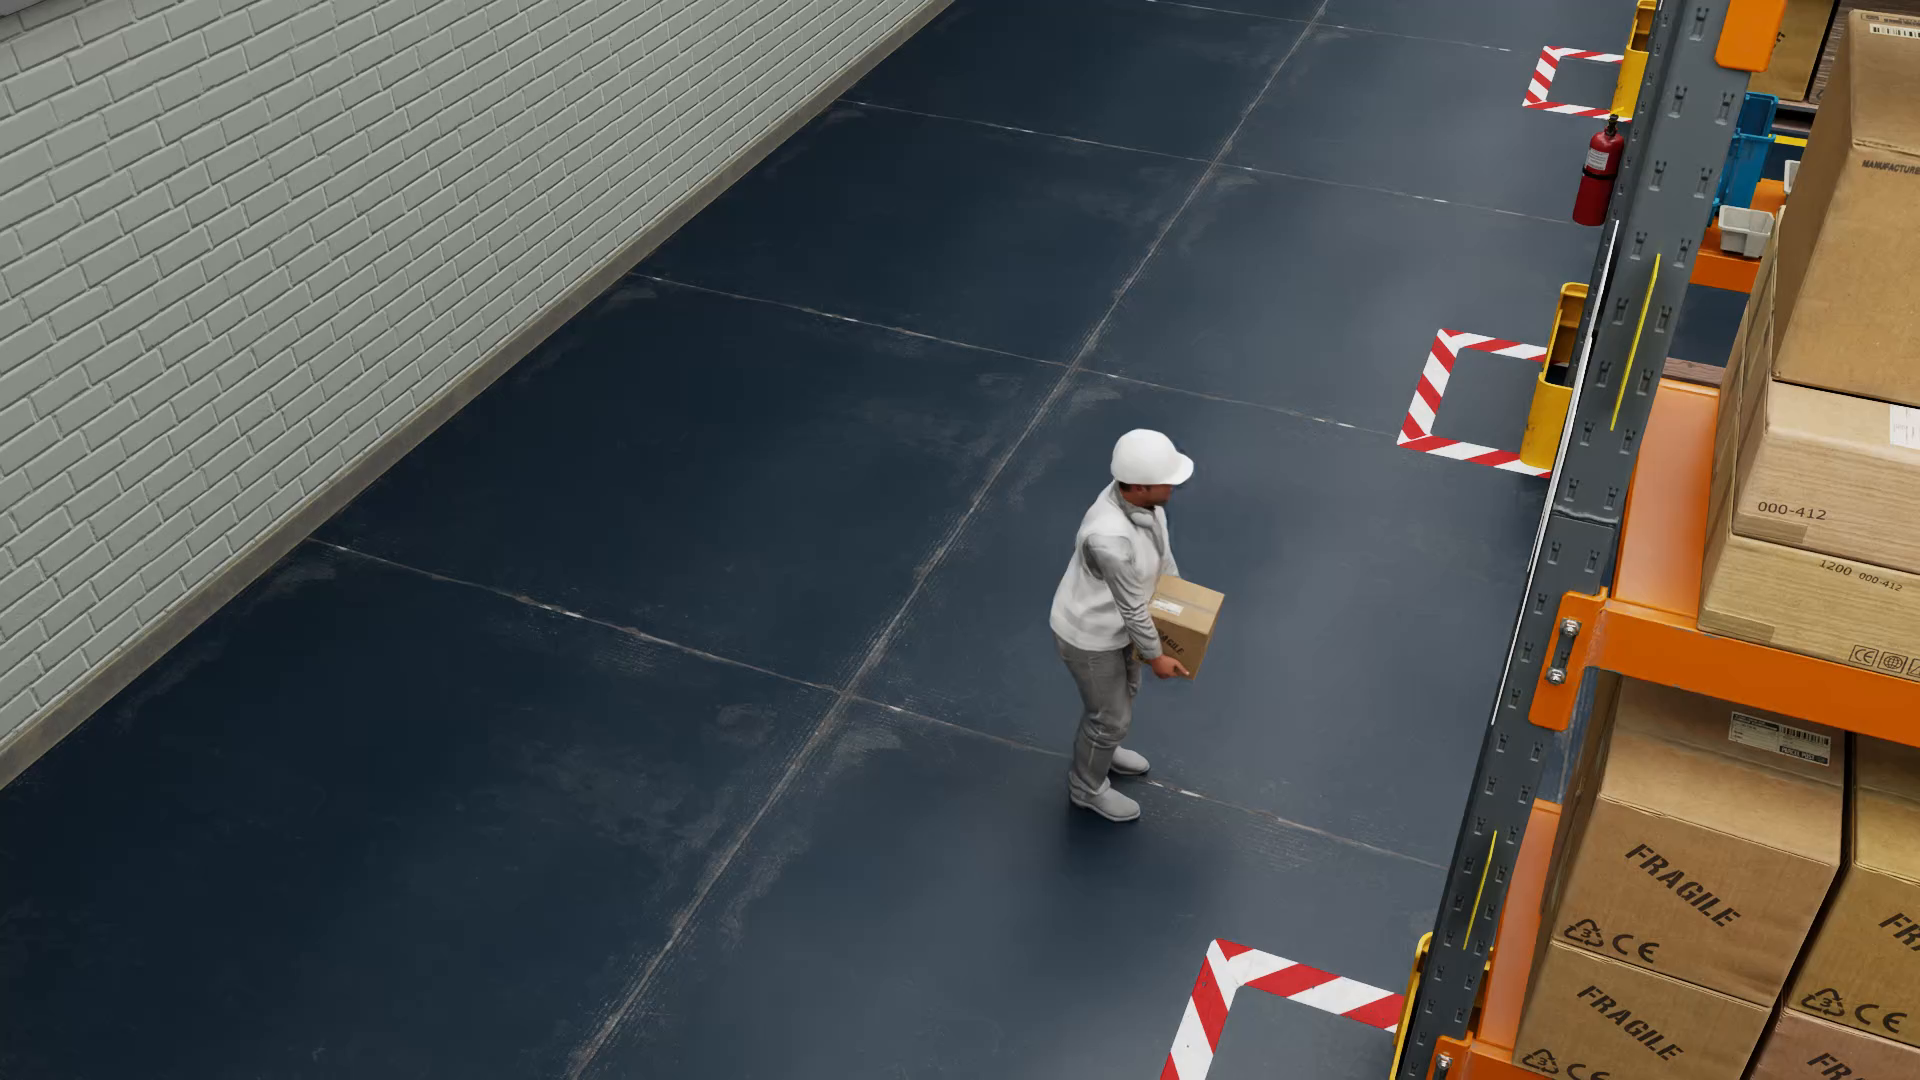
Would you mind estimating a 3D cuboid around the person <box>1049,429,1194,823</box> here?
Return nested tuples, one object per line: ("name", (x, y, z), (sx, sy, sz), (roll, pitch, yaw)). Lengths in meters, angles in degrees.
("person", (0.645, 0.322, 6.389), (0.571, 1.763, 0.489), (13, 39, 17))
